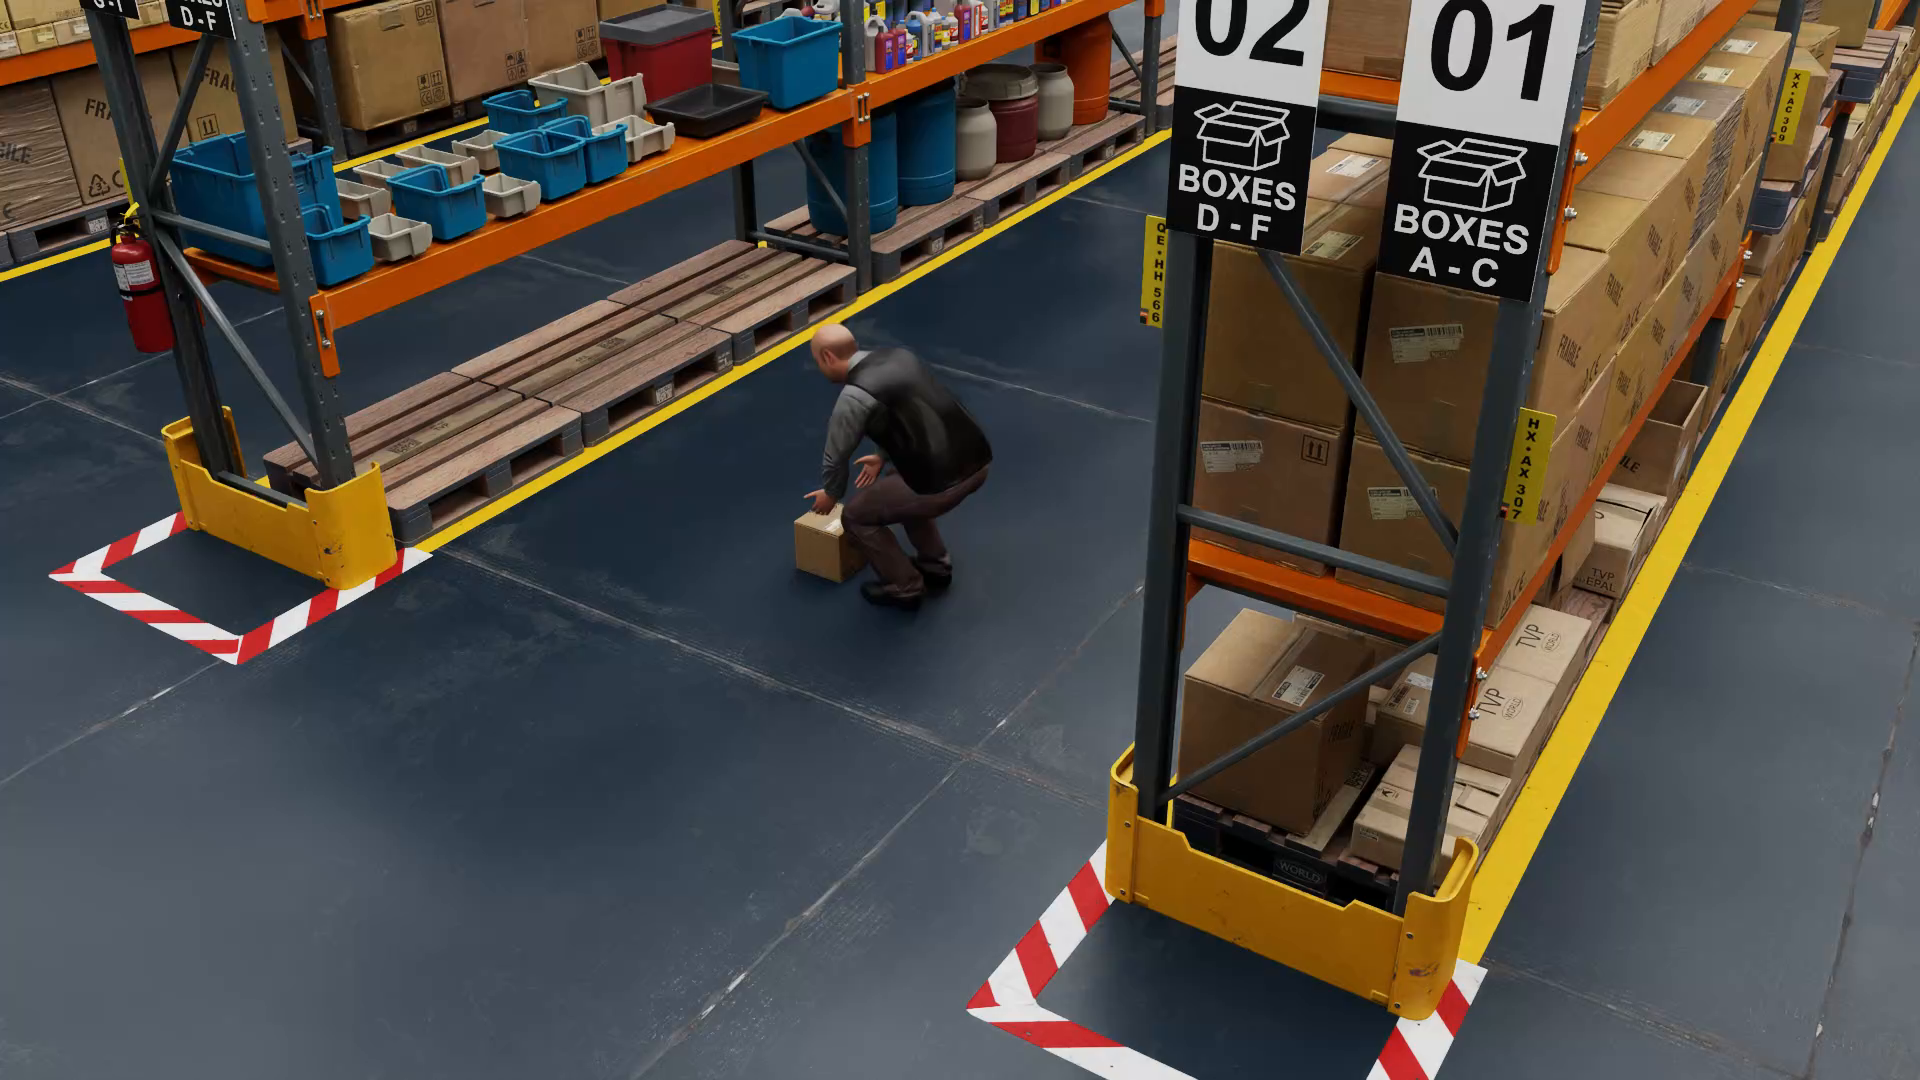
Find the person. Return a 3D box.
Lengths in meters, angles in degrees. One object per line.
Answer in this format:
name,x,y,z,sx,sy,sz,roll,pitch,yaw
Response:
person,-0.282,-0.290,7.176,0.805,1.196,0.578,18,35,27
